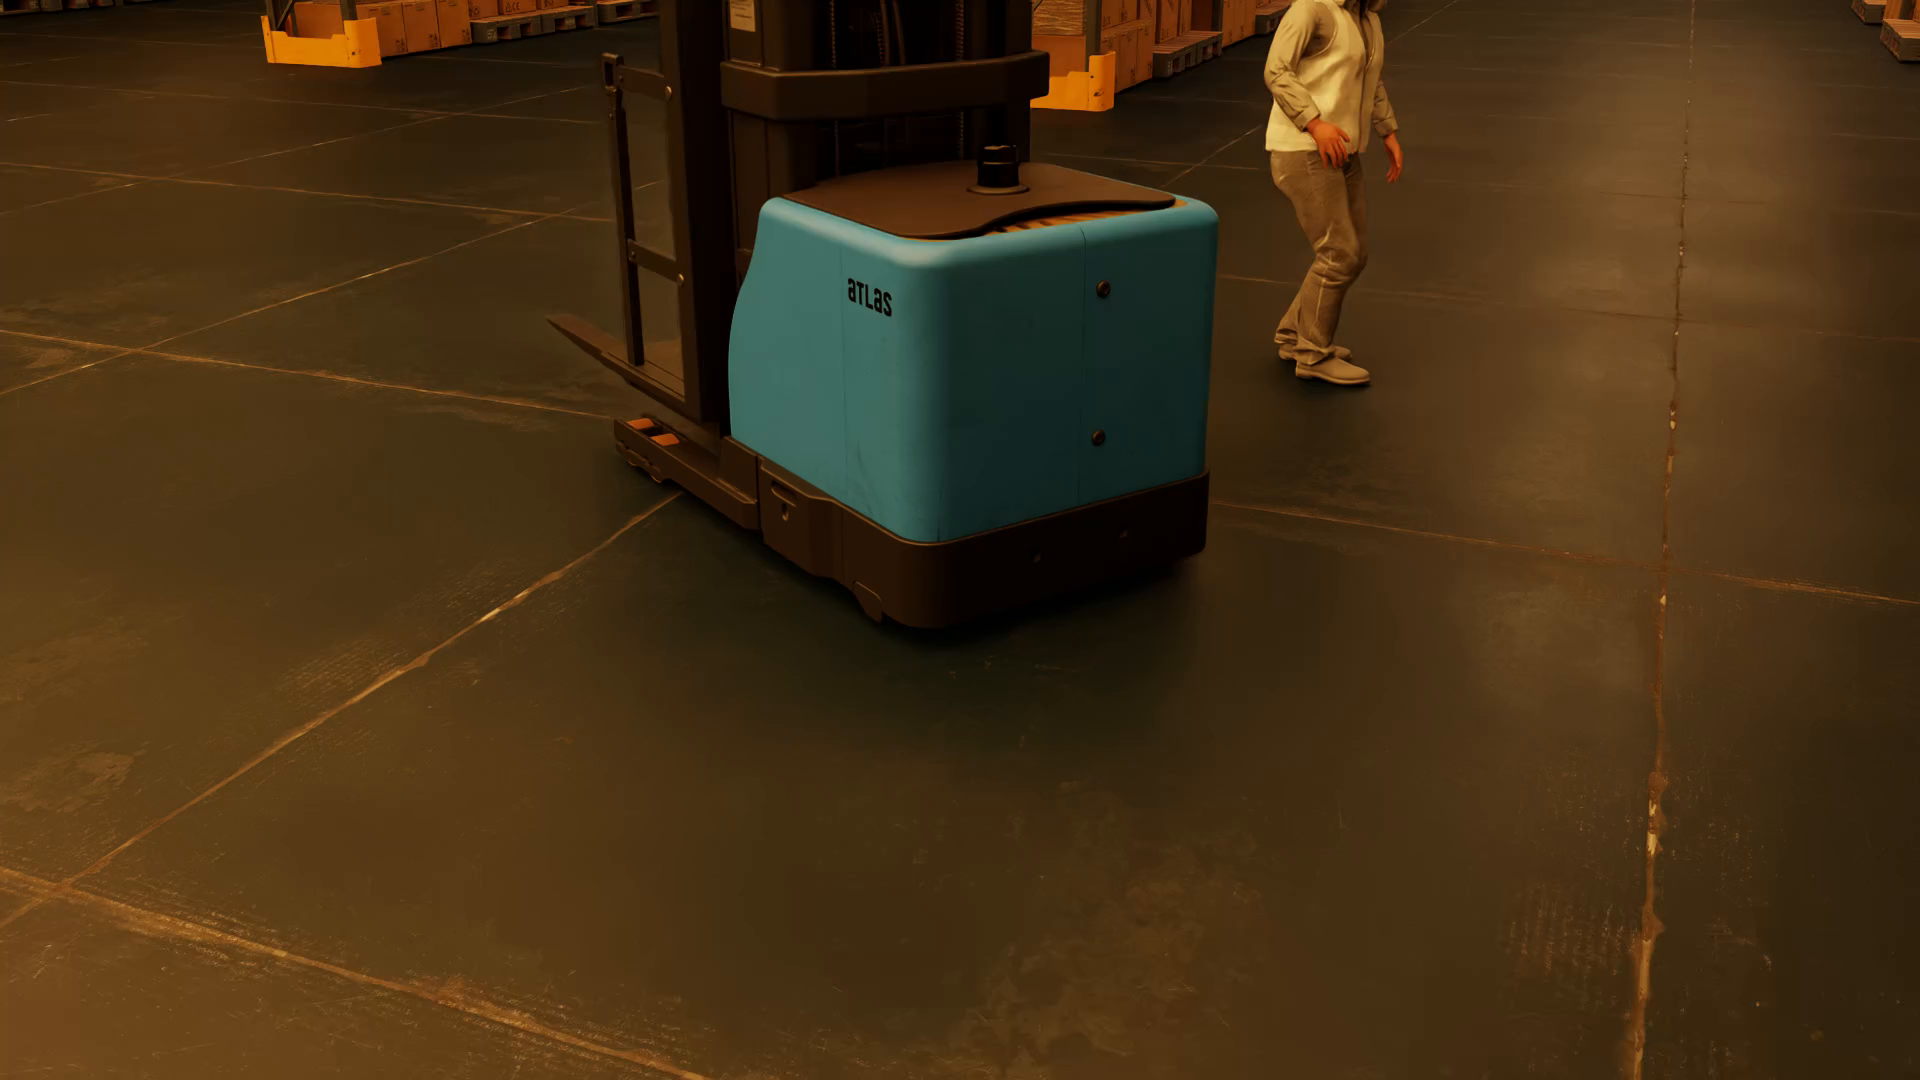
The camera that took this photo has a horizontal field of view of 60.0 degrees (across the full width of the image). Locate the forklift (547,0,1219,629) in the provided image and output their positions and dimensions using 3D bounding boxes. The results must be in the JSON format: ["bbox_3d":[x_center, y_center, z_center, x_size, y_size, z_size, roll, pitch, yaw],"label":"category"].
[{"bbox_3d":[-0.525,-1.633,5.199,1.130,2.935,3.031,-15,27,-31],"label":"forklift"}]

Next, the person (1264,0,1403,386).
[{"bbox_3d":[1.487,-1.507,6.460,0.515,1.740,0.728,15,27,32],"label":"person"}]
